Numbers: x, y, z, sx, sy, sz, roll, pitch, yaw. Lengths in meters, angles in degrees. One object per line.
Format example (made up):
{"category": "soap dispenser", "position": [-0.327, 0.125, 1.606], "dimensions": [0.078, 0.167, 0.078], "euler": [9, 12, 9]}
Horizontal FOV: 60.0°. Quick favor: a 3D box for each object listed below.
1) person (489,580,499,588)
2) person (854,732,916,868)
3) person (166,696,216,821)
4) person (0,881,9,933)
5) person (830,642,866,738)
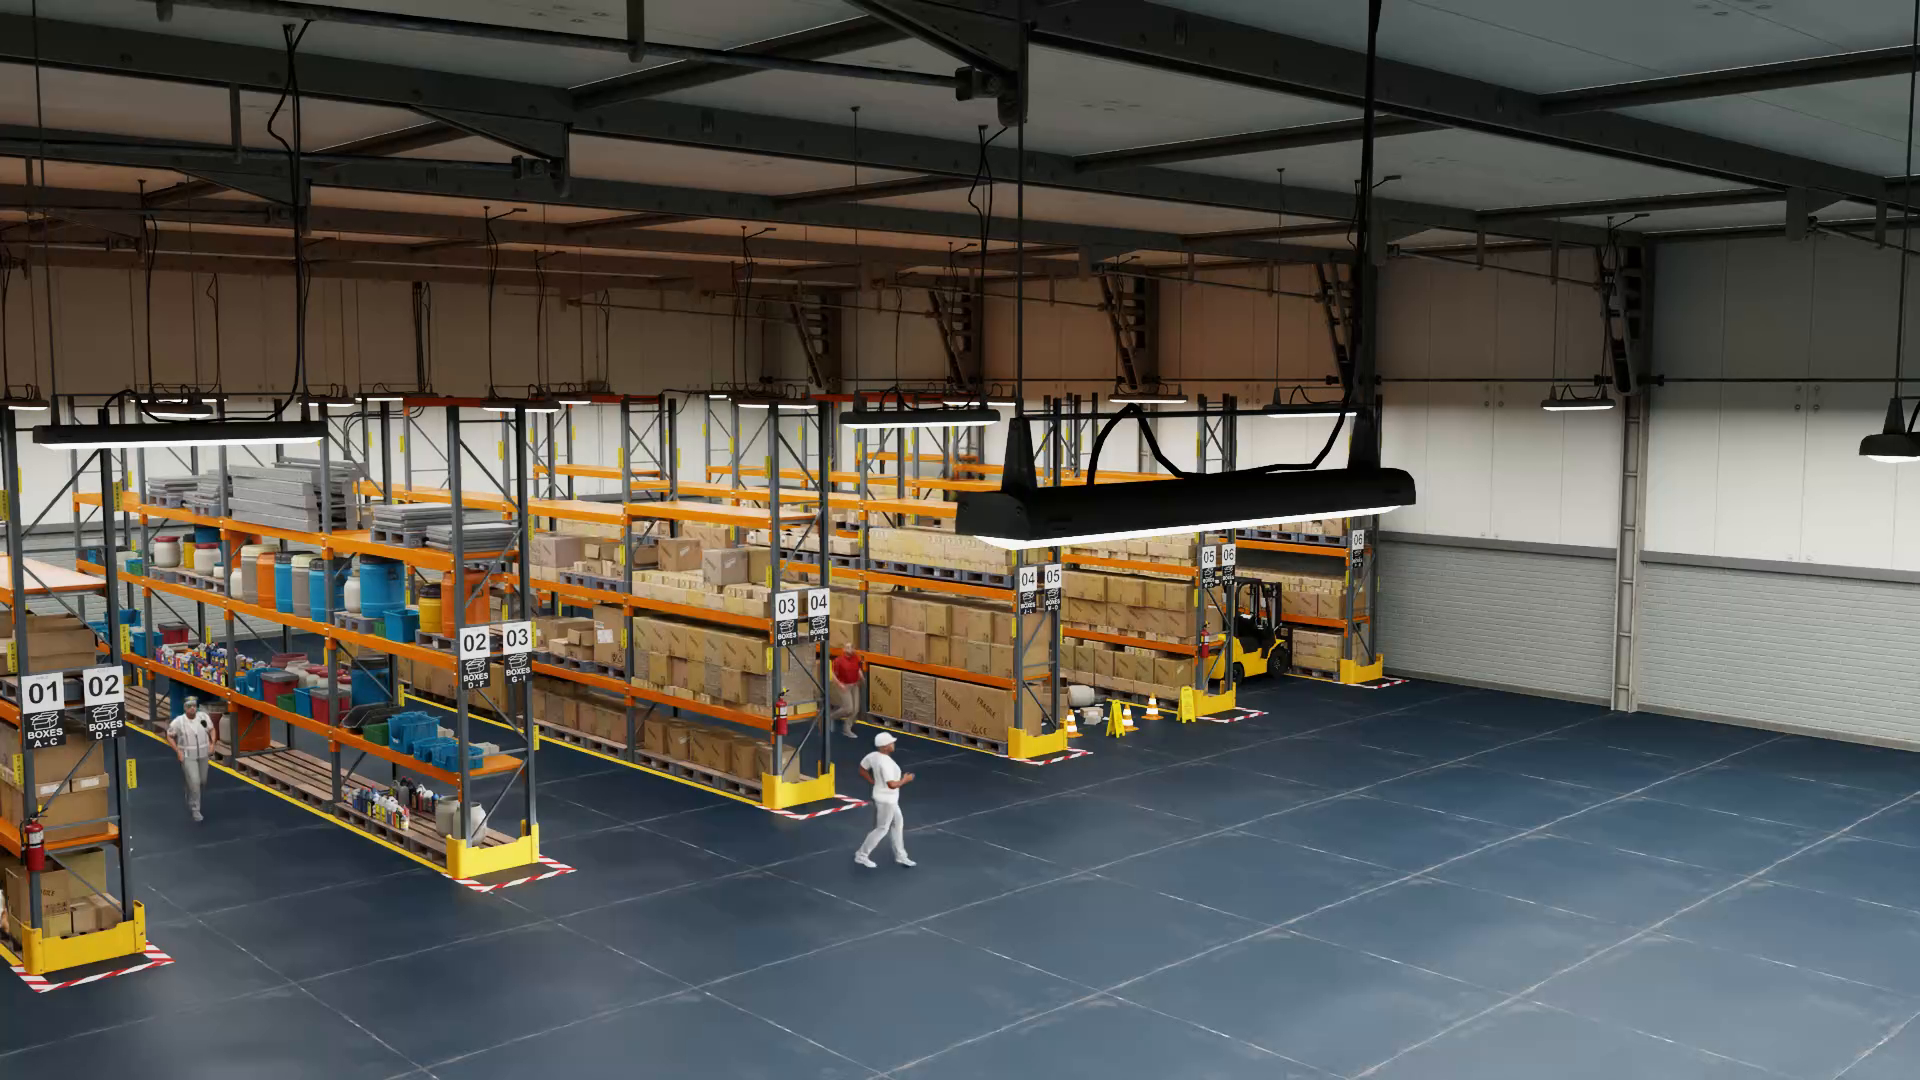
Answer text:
{"category": "person", "position": [-11.012, 1.704, 38.959], "dimensions": [0.720, 1.711, 0.619], "euler": [0, 6, 3]}
{"category": "person", "position": [-0.956, 3.368, 21.390], "dimensions": [0.845, 1.808, 0.683], "euler": [-1, 6, -14]}
{"category": "person", "position": [-11.146, 3.124, 24.150], "dimensions": [0.661, 1.795, 0.773], "euler": [-5, 8, -43]}
{"category": "person", "position": [-9.862, 3.921, 16.772], "dimensions": [0.529, 1.593, 0.648], "euler": [2, 6, 17]}
{"category": "person", "position": [-1.996, 2.645, 29.539], "dimensions": [0.653, 1.700, 0.647], "euler": [-5, 8, -44]}
